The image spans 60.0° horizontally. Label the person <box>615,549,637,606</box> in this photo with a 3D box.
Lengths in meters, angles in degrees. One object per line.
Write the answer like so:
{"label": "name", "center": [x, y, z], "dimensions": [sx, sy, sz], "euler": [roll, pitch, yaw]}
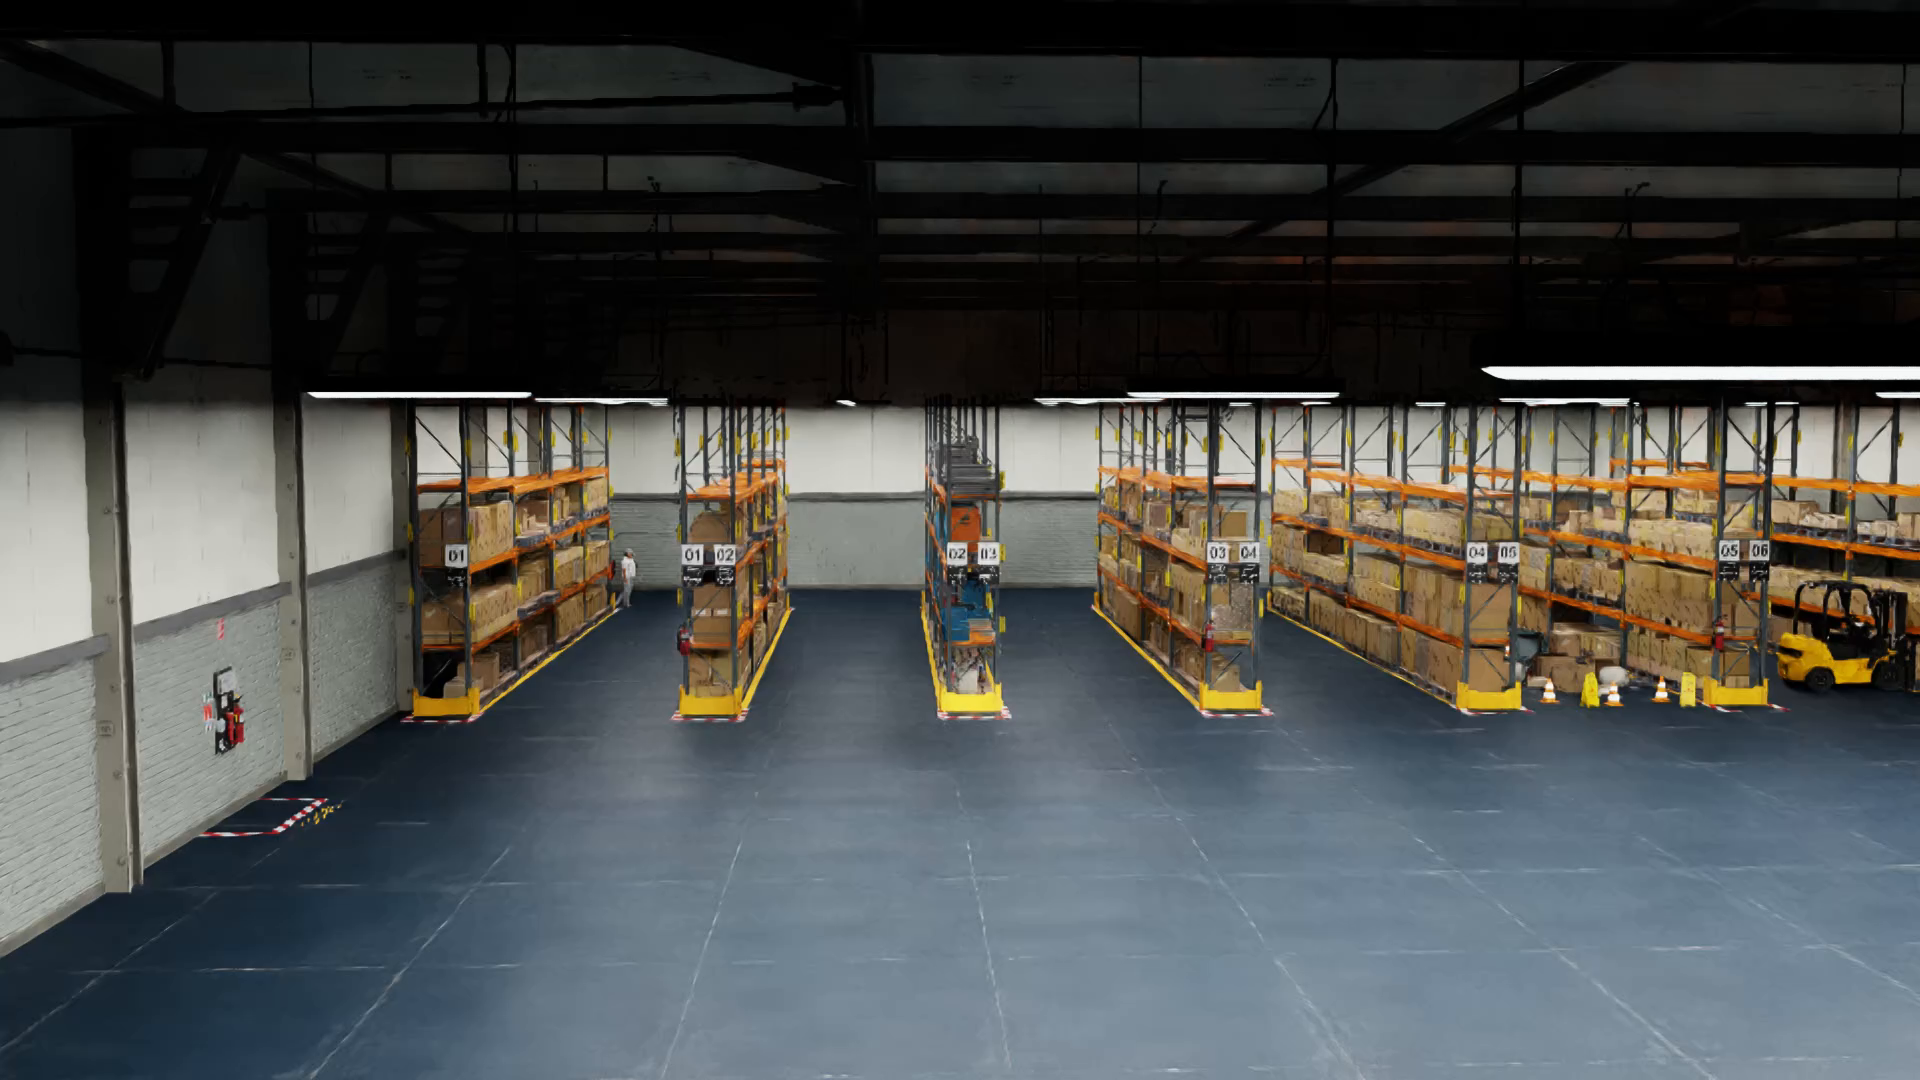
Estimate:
{"label": "person", "center": [-9.674, 1.089, 48.111], "dimensions": [0.481, 1.656, 0.660], "euler": [2, 5, 21]}

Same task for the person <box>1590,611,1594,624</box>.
{"label": "person", "center": [16.241, 1.487, 43.391], "dimensions": [0.443, 1.587, 0.996], "euler": [-1, 5, -11]}

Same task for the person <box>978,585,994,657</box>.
{"label": "person", "center": [0.615, 1.792, 38.362], "dimensions": [0.389, 1.771, 0.657], "euler": [1, 5, 12]}
